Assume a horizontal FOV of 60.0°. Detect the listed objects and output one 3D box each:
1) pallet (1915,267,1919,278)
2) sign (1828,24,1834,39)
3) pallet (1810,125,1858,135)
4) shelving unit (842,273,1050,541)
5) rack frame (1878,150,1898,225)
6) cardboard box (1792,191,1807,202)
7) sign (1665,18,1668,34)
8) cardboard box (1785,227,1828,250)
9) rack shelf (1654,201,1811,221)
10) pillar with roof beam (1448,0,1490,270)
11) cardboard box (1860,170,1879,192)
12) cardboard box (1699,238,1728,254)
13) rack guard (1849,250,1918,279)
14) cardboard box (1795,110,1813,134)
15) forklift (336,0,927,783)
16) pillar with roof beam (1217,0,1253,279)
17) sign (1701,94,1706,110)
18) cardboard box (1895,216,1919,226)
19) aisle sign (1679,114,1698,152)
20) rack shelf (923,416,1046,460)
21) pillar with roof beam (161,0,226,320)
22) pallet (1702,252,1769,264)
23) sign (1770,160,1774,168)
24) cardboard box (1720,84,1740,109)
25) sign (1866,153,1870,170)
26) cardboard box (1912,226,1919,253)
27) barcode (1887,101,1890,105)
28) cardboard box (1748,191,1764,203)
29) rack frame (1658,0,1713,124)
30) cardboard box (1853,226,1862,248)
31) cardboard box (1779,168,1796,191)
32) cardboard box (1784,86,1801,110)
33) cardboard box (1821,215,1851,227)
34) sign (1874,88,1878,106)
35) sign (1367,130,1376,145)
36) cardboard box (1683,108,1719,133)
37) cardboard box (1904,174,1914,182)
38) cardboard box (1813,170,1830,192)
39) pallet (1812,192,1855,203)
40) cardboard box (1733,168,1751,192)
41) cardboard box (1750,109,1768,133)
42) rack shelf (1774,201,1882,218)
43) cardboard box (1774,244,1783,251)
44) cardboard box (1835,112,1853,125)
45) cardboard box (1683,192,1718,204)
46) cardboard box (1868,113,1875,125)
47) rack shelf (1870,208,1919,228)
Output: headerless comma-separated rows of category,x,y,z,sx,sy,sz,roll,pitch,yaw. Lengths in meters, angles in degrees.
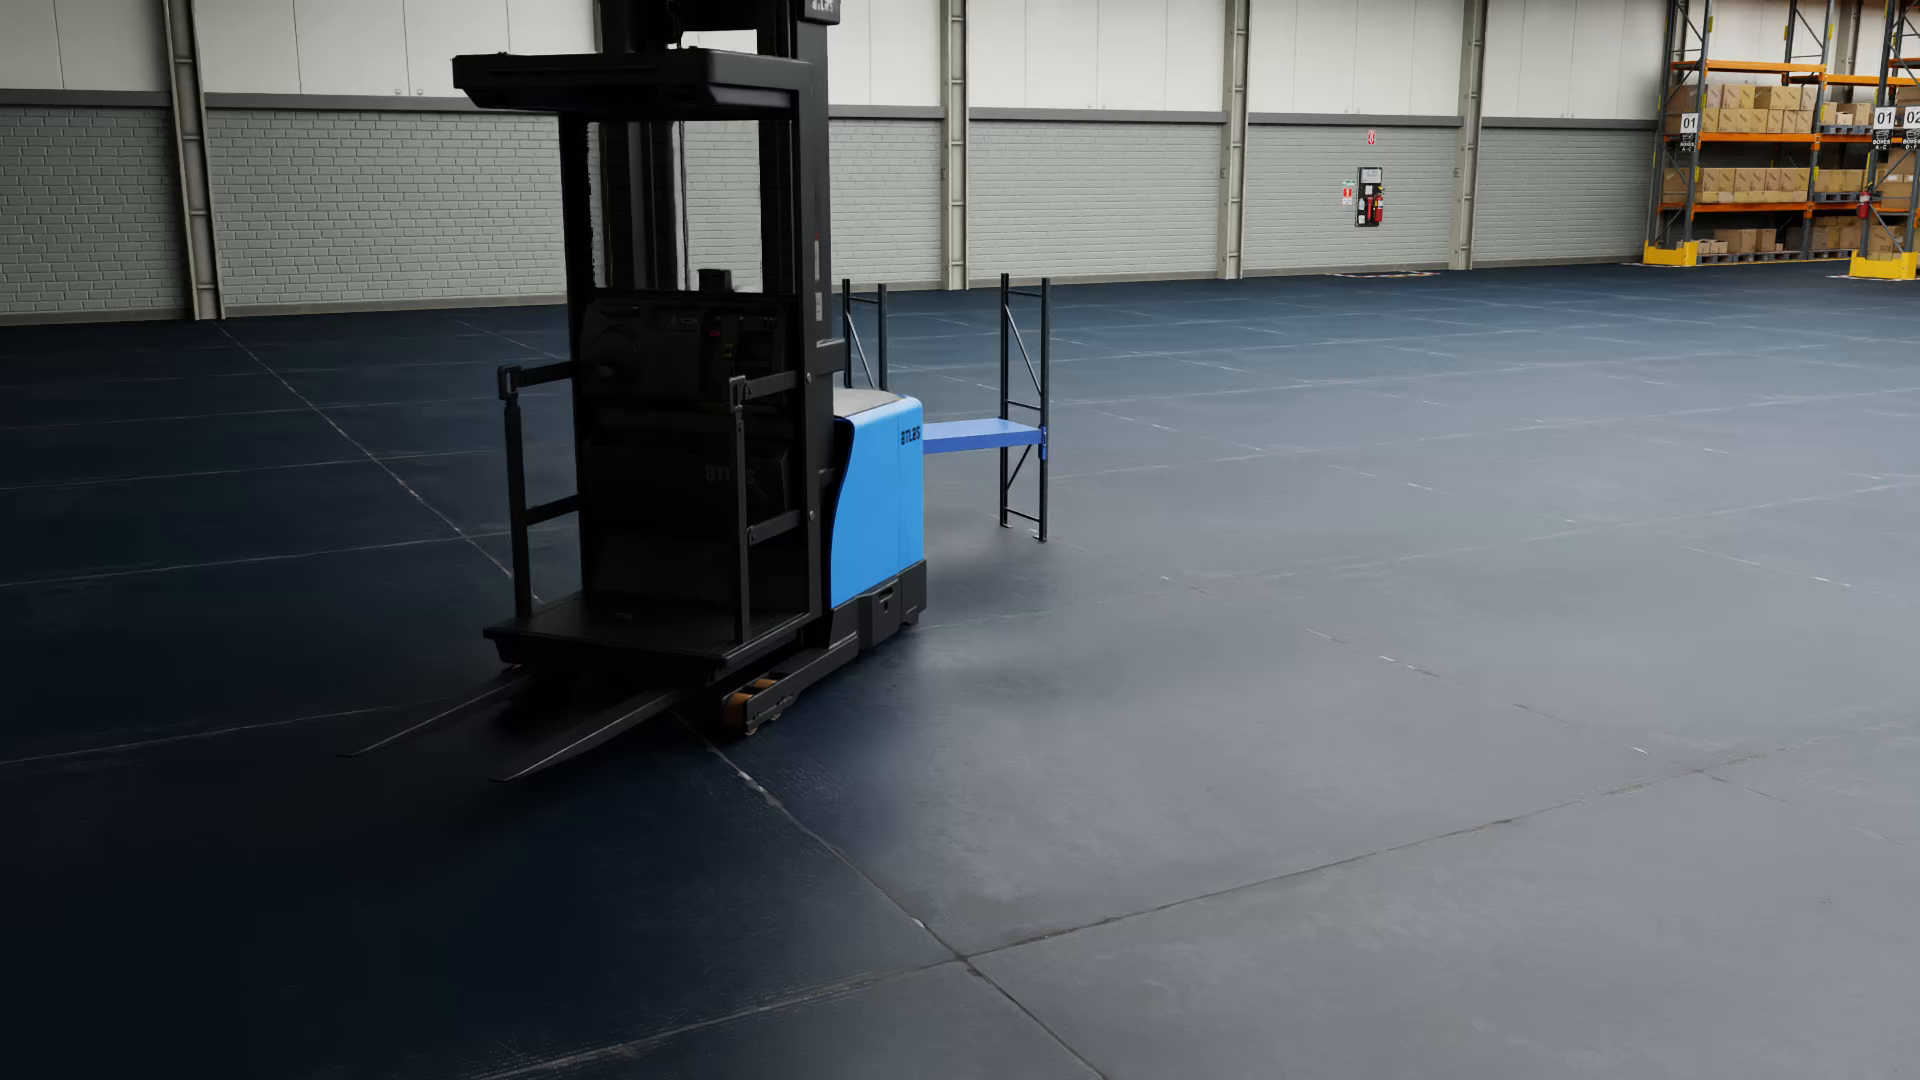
pallet,18.535,-5.287,32.619,1.213,0.211,1.003,-7,14,-28
sign,19.261,-11.248,36.786,0.005,0.325,0.100,-7,14,-28
pallet,19.611,-9.350,37.918,1.003,0.211,1.213,-7,14,-28
shelving unit,-0.075,-0.723,9.405,1.048,1.500,0.538,-7,14,-28
rack frame,22.529,-8.354,39.899,0.127,3.000,1.000,-7,14,-28
cardboard box,18.747,-7.762,37.562,0.500,0.250,0.500,-7,14,-28
sign,15.259,-11.081,35.865,0.005,0.325,0.100,-7,14,-28
cardboard box,19.656,-7.009,38.614,0.500,0.500,0.700,-6,14,-26
rack shelf,17.262,-7.372,37.173,4.000,0.370,1.077,-7,14,-28
pillar with roof beam,12.503,-9.219,30.077,0.400,9.000,9.100,-7,14,-28
cardboard box,21.038,-8.431,39.010,0.500,0.500,0.700,-7,14,-28
cardboard box,16.658,-6.531,36.919,0.500,0.311,0.500,-6,14,-23
rack guard,17.862,-5.336,32.182,0.348,0.500,1.175,-7,14,-28
cardboard box,18.691,-9.354,37.238,0.500,0.500,0.500,-6,14,-26
forklift,-1.179,-0.789,6.441,1.130,2.935,3.031,5,14,21
pillar with roof beam,7.237,-8.588,27.273,0.400,9.000,9.100,-7,14,-28
sign,15.767,-9.298,35.269,0.005,0.325,0.100,-7,14,-28
cardboard box,23.237,-7.562,40.320,0.750,0.750,0.750,-7,14,-29
aisle sign,15.587,-8.716,35.583,0.004,0.787,0.394,-7,14,-28
rack shelf,-0.075,-0.547,9.444,1.000,0.185,0.538,-7,14,-28
pillar with roof beam,-8.563,-6.694,18.858,0.400,9.000,9.100,-7,14,-28
pallet,17.373,-6.366,37.417,1.213,0.211,1.003,-7,14,-28
sign,18.749,-8.605,38.376,0.005,0.325,0.100,-7,14,-28
cardboard box,16.426,-9.559,35.870,0.500,0.500,0.500,-7,14,-29
sign,17.636,-7.345,32.237,0.005,0.325,0.100,-7,14,-28
cardboard box,18.899,-5.854,32.388,0.500,0.500,0.500,-7,14,-28
barcode,17.917,-8.430,32.080,0.075,0.075,0.001,-7,14,-28
cardboard box,17.431,-7.602,36.852,0.500,0.250,0.500,-7,14,-27
rack frame,15.507,-10.439,35.501,0.127,3.000,1.000,-7,14,-28
cardboard box,20.991,-7.174,39.346,0.500,0.500,0.700,-7,14,-28
cardboard box,18.316,-8.073,37.237,0.500,0.500,0.500,-7,14,-28
cardboard box,18.229,-9.778,36.844,0.500,0.500,0.500,-6,14,-25
cardboard box,20.496,-7.477,38.986,0.500,0.250,0.500,-7,15,-29
sign,17.636,-8.521,31.972,0.005,0.325,0.100,-7,14,-28
sign,8.198,-8.018,33.127,0.199,0.298,0.001,-7,14,-28
cardboard box,15.920,-9.022,35.759,0.500,0.500,0.500,-6,14,-26
cardboard box,18.331,-6.923,31.836,0.250,0.149,0.380,-7,14,-28
cardboard box,19.481,-8.244,38.179,0.500,0.500,0.700,-7,14,-28
pallet,19.758,-7.892,38.283,1.213,0.211,1.003,-7,14,-28
cardboard box,16.965,-7.911,36.516,0.500,0.500,0.500,-7,15,-30
cardboard box,17.322,-9.187,36.494,0.500,0.500,0.500,-6,14,-24
rack shelf,20.773,-7.793,39.043,4.000,0.370,1.077,-7,14,-28
cardboard box,18.562,-6.704,38.016,0.250,0.166,0.380,-9,16,-35
cardboard box,20.076,-9.665,38.138,0.500,0.311,0.500,-6,14,-26
cardboard box,16.087,-7.439,36.130,0.500,0.250,0.500,-7,15,-29
cardboard box,21.346,-9.759,39.029,0.637,0.503,0.797,-5,14,-20
rack shelf,19.639,-6.418,32.933,4.000,0.370,1.077,-7,14,-28
